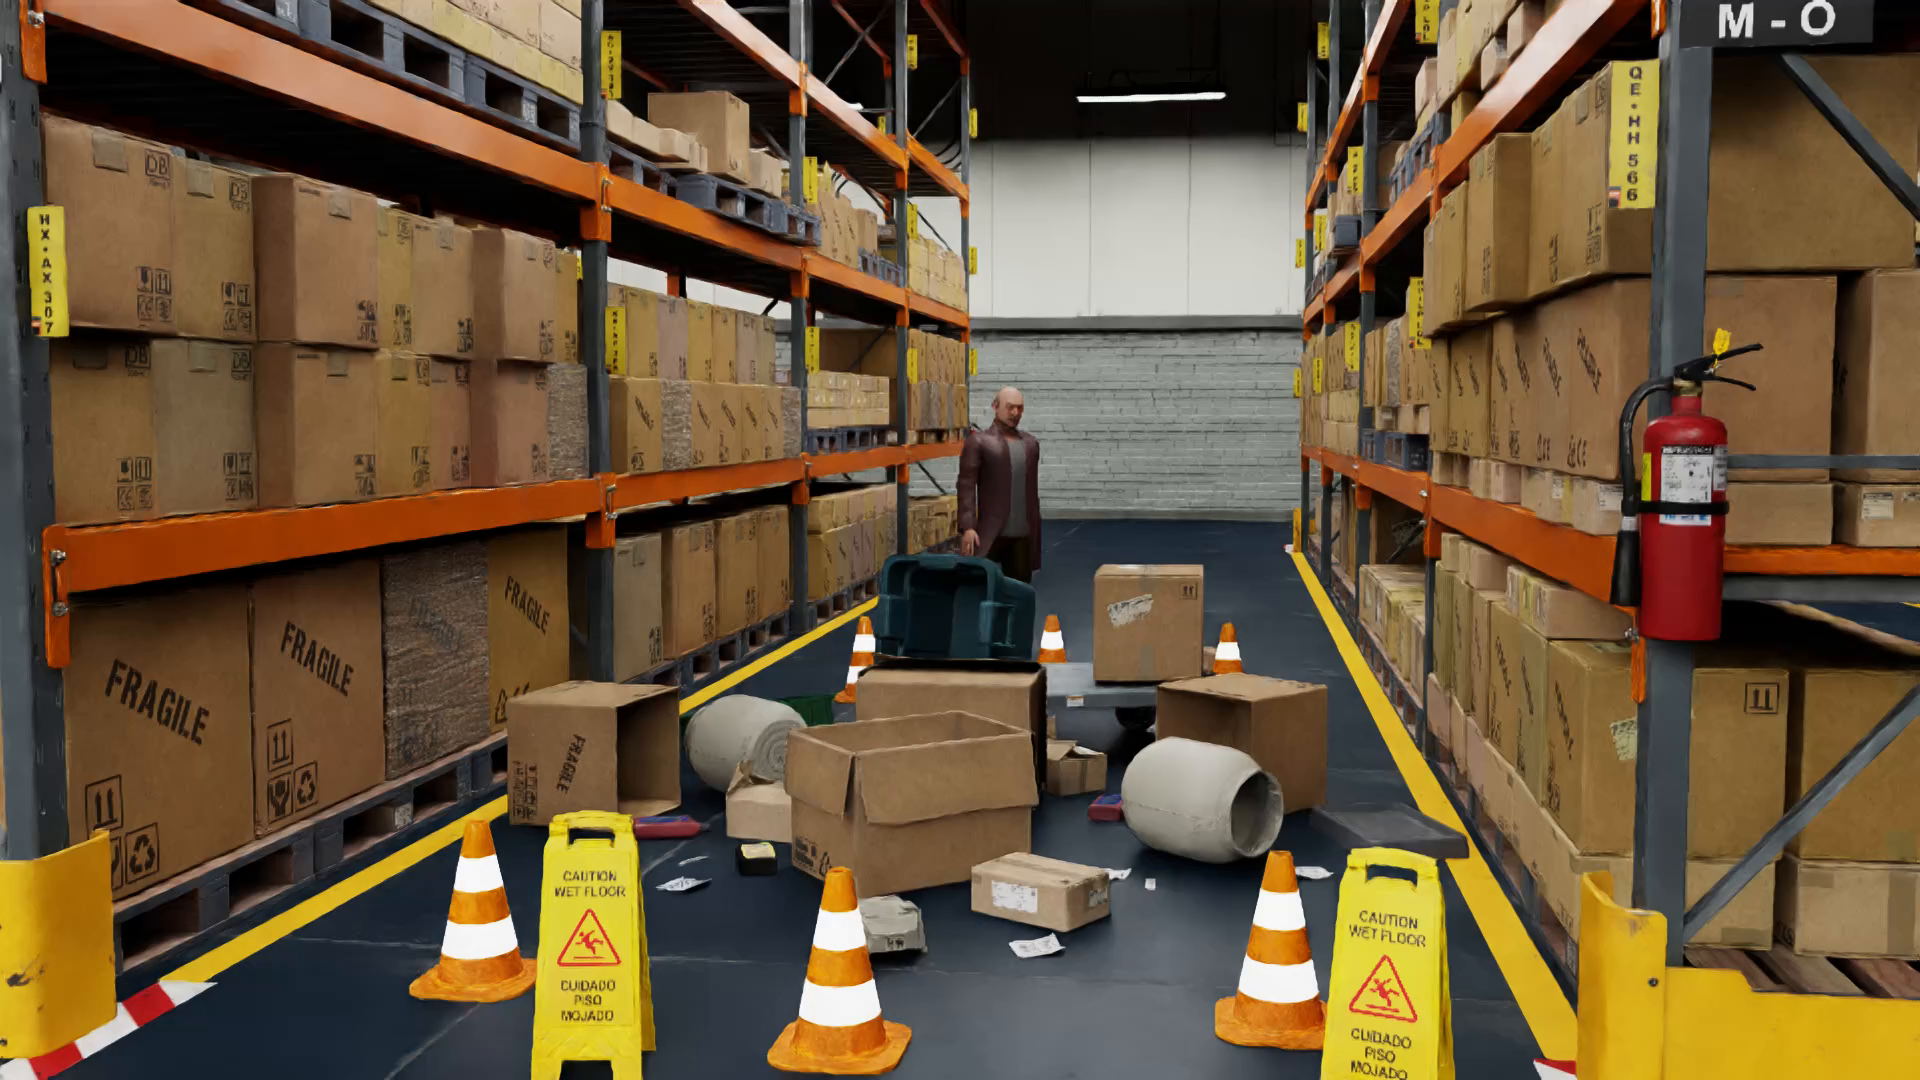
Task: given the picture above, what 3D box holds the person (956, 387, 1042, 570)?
[{"bbox_3d":[0.142,-0.053,10.223,0.793,1.769,0.517,-2,5,-26],"label":"person"}]
